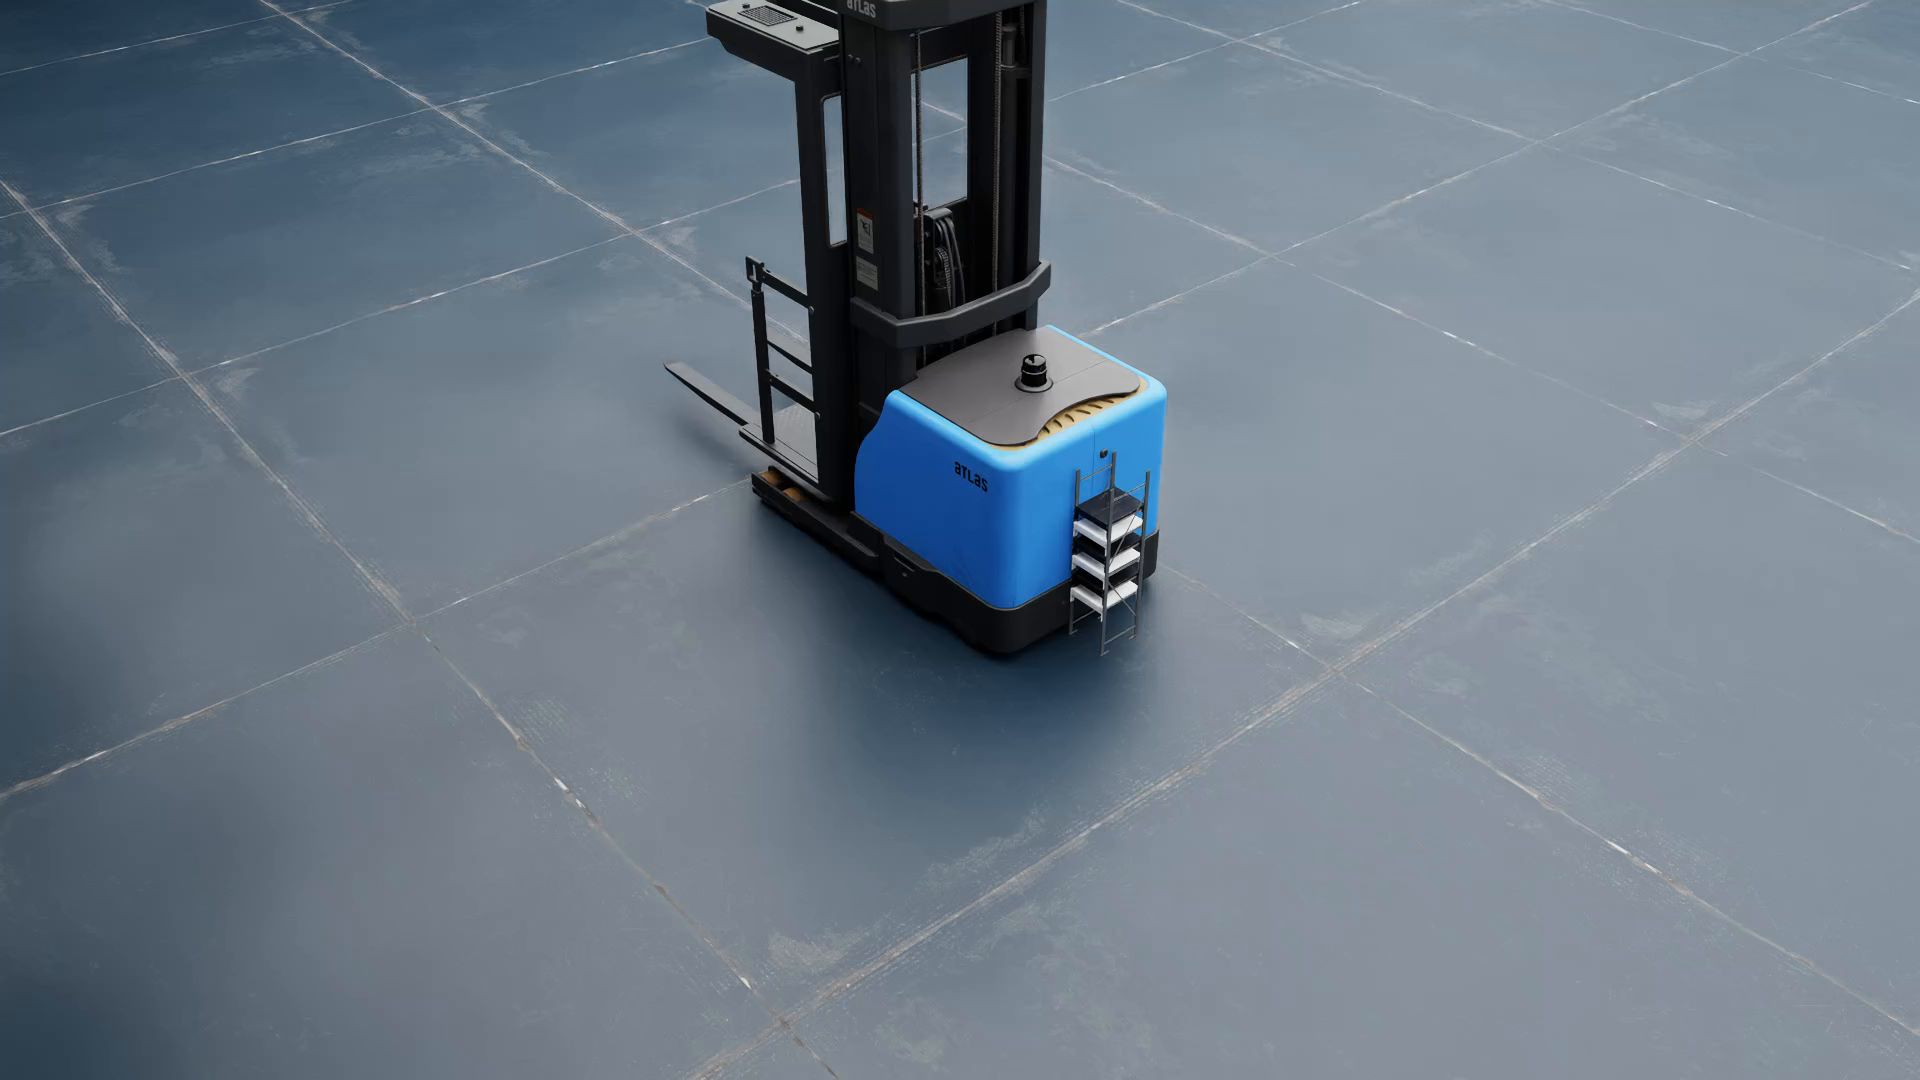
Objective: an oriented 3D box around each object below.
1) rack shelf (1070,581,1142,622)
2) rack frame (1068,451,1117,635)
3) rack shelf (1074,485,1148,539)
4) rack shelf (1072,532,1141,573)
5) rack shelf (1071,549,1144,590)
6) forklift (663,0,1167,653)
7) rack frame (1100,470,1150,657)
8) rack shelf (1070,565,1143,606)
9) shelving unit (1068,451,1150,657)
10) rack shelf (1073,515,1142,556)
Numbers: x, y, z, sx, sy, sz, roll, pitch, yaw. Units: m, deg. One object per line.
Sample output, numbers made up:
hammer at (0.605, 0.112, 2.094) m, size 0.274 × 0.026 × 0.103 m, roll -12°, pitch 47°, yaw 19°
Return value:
rack shelf at (0.656, 0.243, 7.497) m, size 0.258 × 0.077 × 0.200 m, roll -27°, pitch 43°, yaw -32°
rack frame at (0.589, 0.025, 7.436) m, size 0.240 × 0.900 × 0.006 m, roll -27°, pitch 43°, yaw -32°
rack shelf at (0.656, -0.124, 7.237) m, size 0.258 × 0.077 × 0.200 m, roll -27°, pitch 43°, yaw -32°
rack shelf at (0.656, 0.023, 7.341) m, size 0.258 × 0.077 × 0.200 m, roll -27°, pitch 43°, yaw -32°
rack shelf at (0.656, 0.096, 7.393) m, size 0.258 × 0.077 × 0.200 m, roll -27°, pitch 43°, yaw -32°
forklift at (-0.409, -1.468, 7.787) m, size 1.130 × 2.935 × 3.031 m, roll -27°, pitch 43°, yaw -32°
rack frame at (0.723, 0.113, 7.311) m, size 0.240 × 0.900 × 0.006 m, roll -27°, pitch 43°, yaw -32°
rack shelf at (0.656, 0.170, 7.445) m, size 0.258 × 0.077 × 0.200 m, roll -27°, pitch 43°, yaw -32°
shelving unit at (0.656, 0.069, 7.374) m, size 0.258 × 0.900 × 0.210 m, roll -27°, pitch 43°, yaw -32°
rack shelf at (0.656, -0.051, 7.289) m, size 0.258 × 0.077 × 0.200 m, roll -27°, pitch 43°, yaw -32°
